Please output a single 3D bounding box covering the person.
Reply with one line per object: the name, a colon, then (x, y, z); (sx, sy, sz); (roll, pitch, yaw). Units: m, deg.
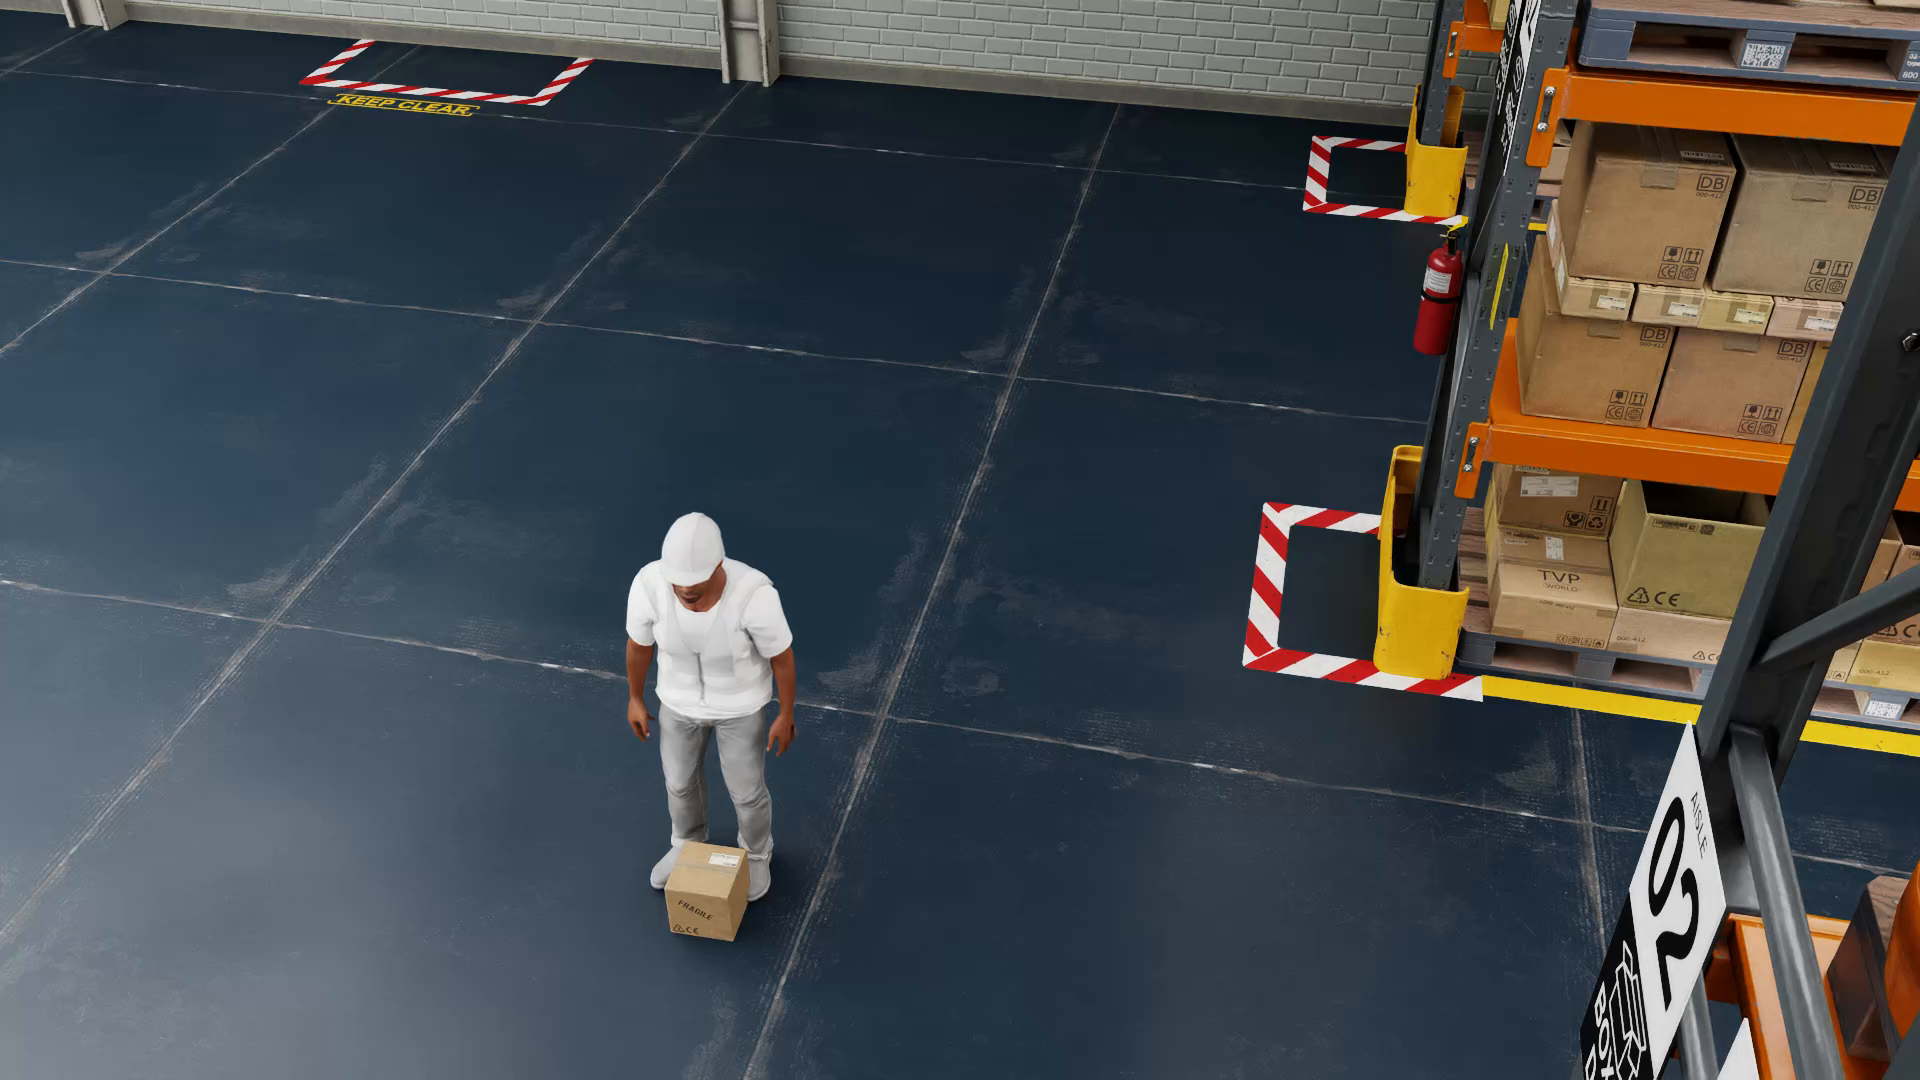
person: (-0.914, 0.608, 6.123); (0.636, 1.761, 0.454); (6, 37, 8)
